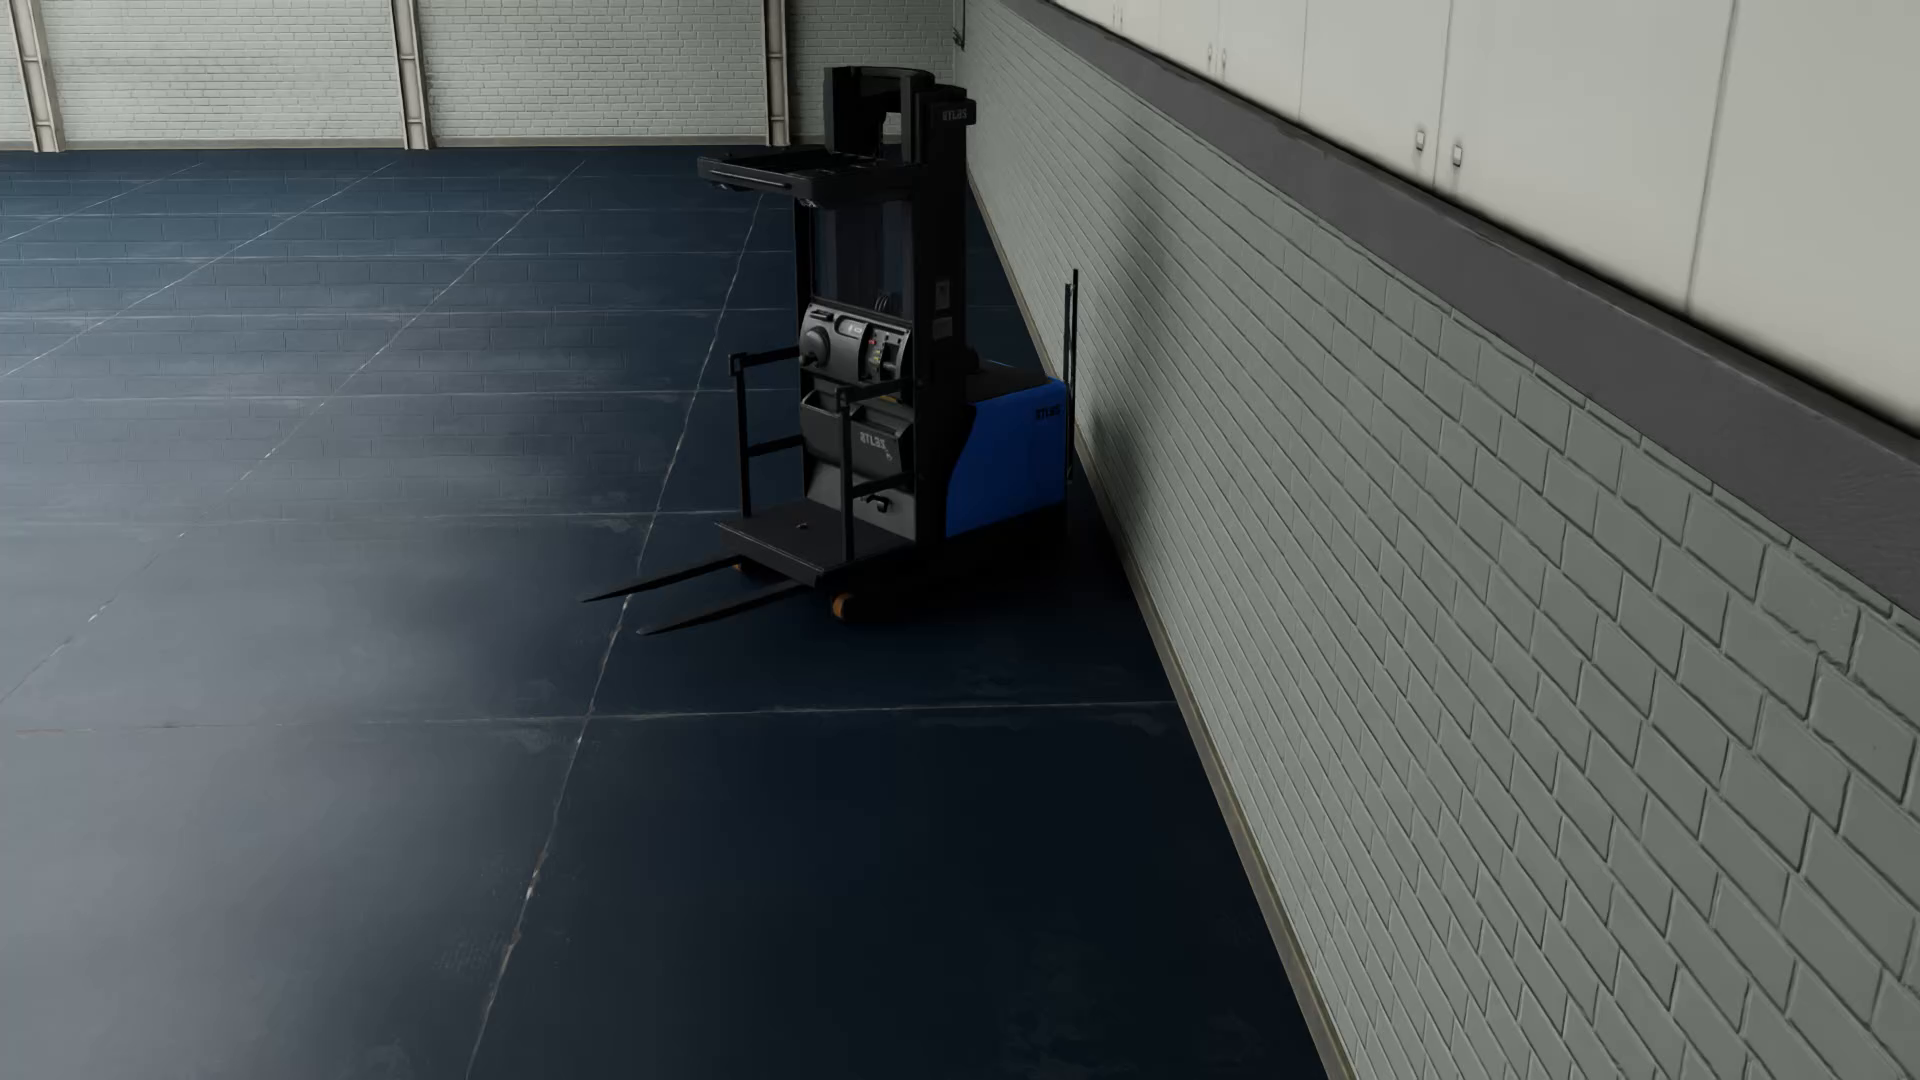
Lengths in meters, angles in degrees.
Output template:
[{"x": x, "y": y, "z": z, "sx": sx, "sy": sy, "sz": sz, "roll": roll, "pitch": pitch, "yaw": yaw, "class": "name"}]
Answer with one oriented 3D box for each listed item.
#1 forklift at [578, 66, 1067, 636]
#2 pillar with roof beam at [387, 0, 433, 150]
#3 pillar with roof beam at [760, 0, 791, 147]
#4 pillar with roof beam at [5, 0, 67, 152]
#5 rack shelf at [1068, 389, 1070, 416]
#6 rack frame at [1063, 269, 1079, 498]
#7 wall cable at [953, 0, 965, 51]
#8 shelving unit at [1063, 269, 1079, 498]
[{"x": -0.761, "y": -1.115, "z": 9.430, "sx": 3.031, "sy": 2.935, "sz": 1.130, "roll": -18, "pitch": 27, "yaw": -39, "class": "forklift"}, {"x": -8.823, "y": -9.244, "z": 22.253, "sx": 0.400, "sy": 9.000, "sz": 9.100, "roll": -1, "pitch": 21, "yaw": -3, "class": "pillar with roof beam"}, {"x": -2.832, "y": -9.366, "z": 22.573, "sx": 0.400, "sy": 9.000, "sz": 9.100, "roll": -1, "pitch": 21, "yaw": -3, "class": "pillar with roof beam"}, {"x": -14.813, "y": -9.122, "z": 21.933, "sx": 0.400, "sy": 9.000, "sz": 9.100, "roll": -1, "pitch": 21, "yaw": -3, "class": "pillar with roof beam"}, {"x": 0.238, "y": -0.901, "z": 11.384, "sx": 1.000, "sy": 0.185, "sz": 0.538, "roll": 4, "pitch": 21, "yaw": 10, "class": "rack shelf"}, {"x": 0.739, "y": -1.036, "z": 11.235, "sx": 0.032, "sy": 1.500, "sz": 0.500, "roll": 4, "pitch": 21, "yaw": 10, "class": "rack frame"}, {"x": -0.062, "y": -9.034, "z": 26.066, "sx": 0.112, "sy": 2.526, "sz": 3.097, "roll": -1, "pitch": 21, "yaw": -3, "class": "wall cable"}, {"x": 0.238, "y": -1.069, "z": 11.320, "sx": 1.048, "sy": 1.500, "sz": 0.538, "roll": 4, "pitch": 21, "yaw": 10, "class": "shelving unit"}]
